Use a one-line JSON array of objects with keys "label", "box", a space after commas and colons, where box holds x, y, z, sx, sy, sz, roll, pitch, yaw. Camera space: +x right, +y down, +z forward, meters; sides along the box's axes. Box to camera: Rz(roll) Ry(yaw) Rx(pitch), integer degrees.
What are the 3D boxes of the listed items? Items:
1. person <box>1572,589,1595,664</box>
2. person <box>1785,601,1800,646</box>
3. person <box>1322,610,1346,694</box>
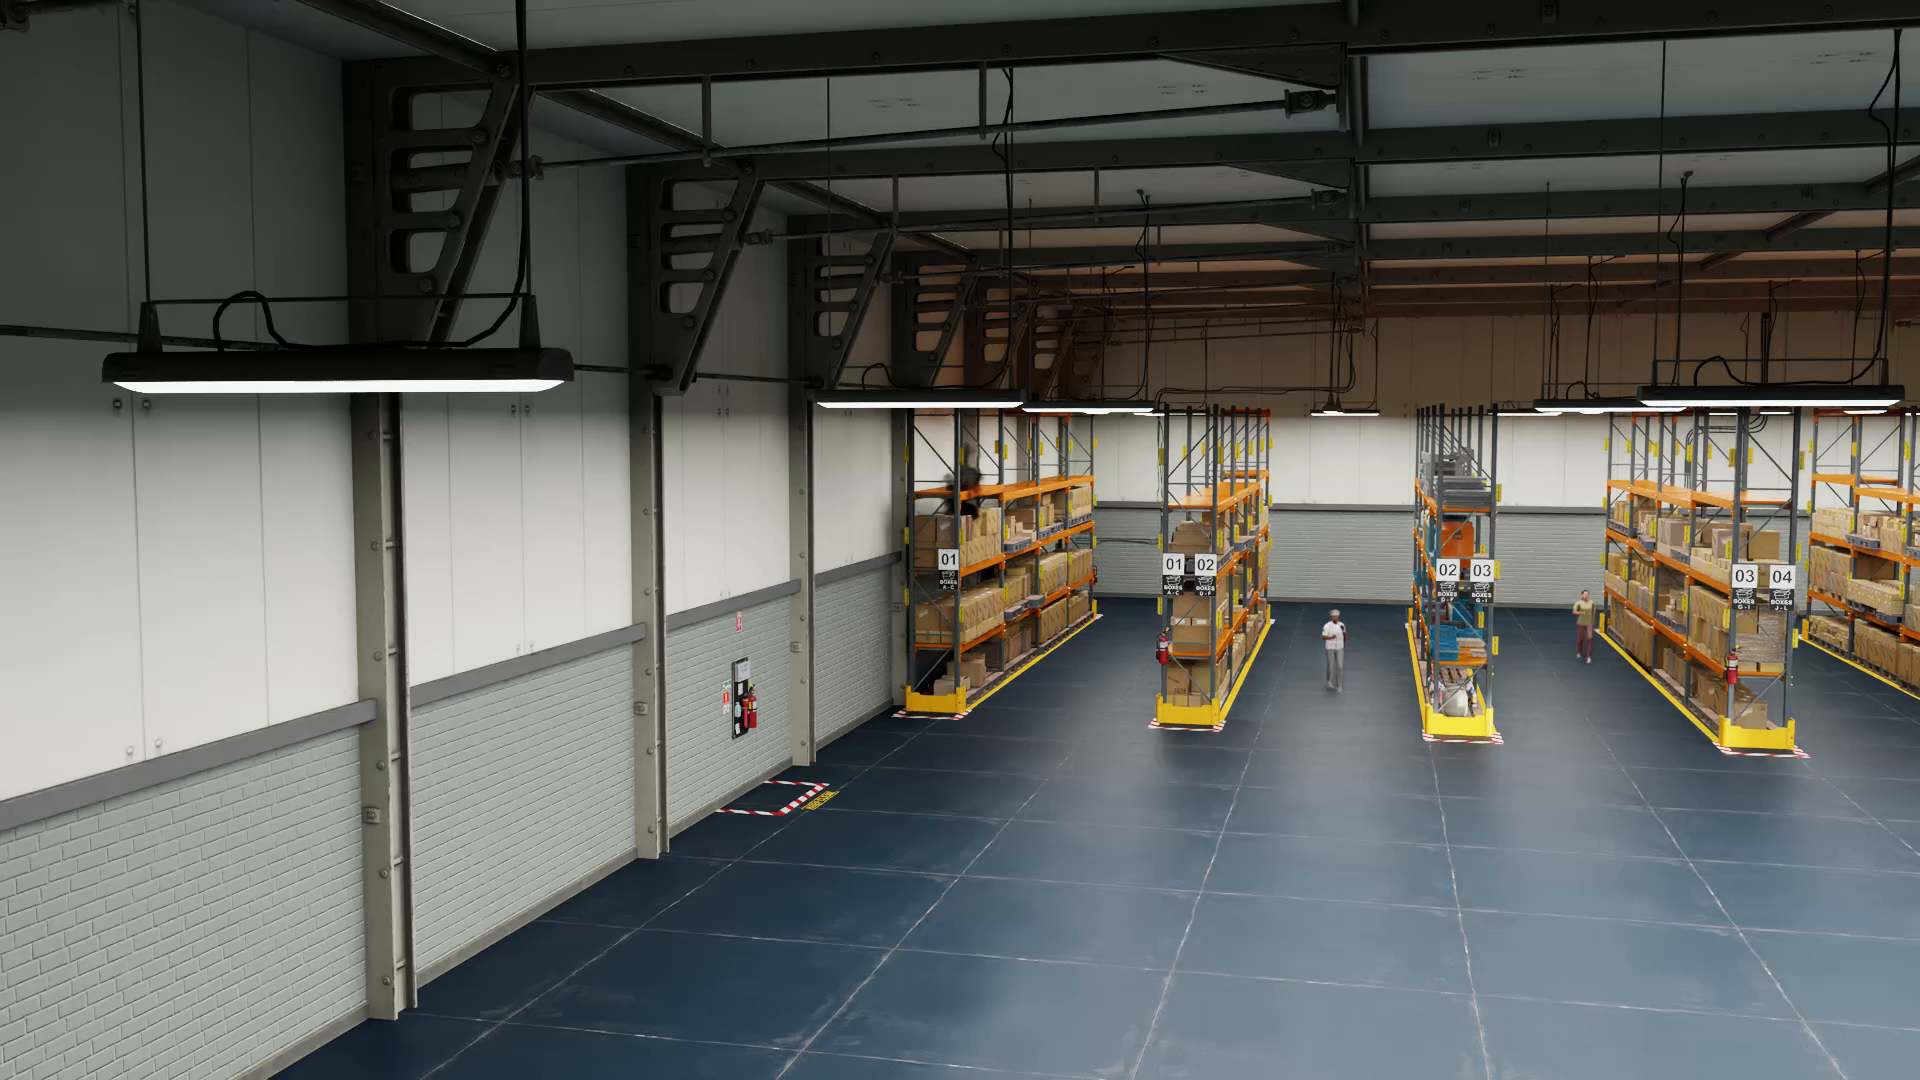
[{"label": "person", "box": [14.730, 2.027, 39.261, 0.564, 1.736, 0.780, 1, 4, 11]}, {"label": "person", "box": [20.041, 2.024, 40.276, 0.542, 1.542, 0.529, 1, 4, 16]}, {"label": "person", "box": [7.874, 2.330, 34.958, 0.560, 1.750, 0.742, 0, 4, 1]}]
